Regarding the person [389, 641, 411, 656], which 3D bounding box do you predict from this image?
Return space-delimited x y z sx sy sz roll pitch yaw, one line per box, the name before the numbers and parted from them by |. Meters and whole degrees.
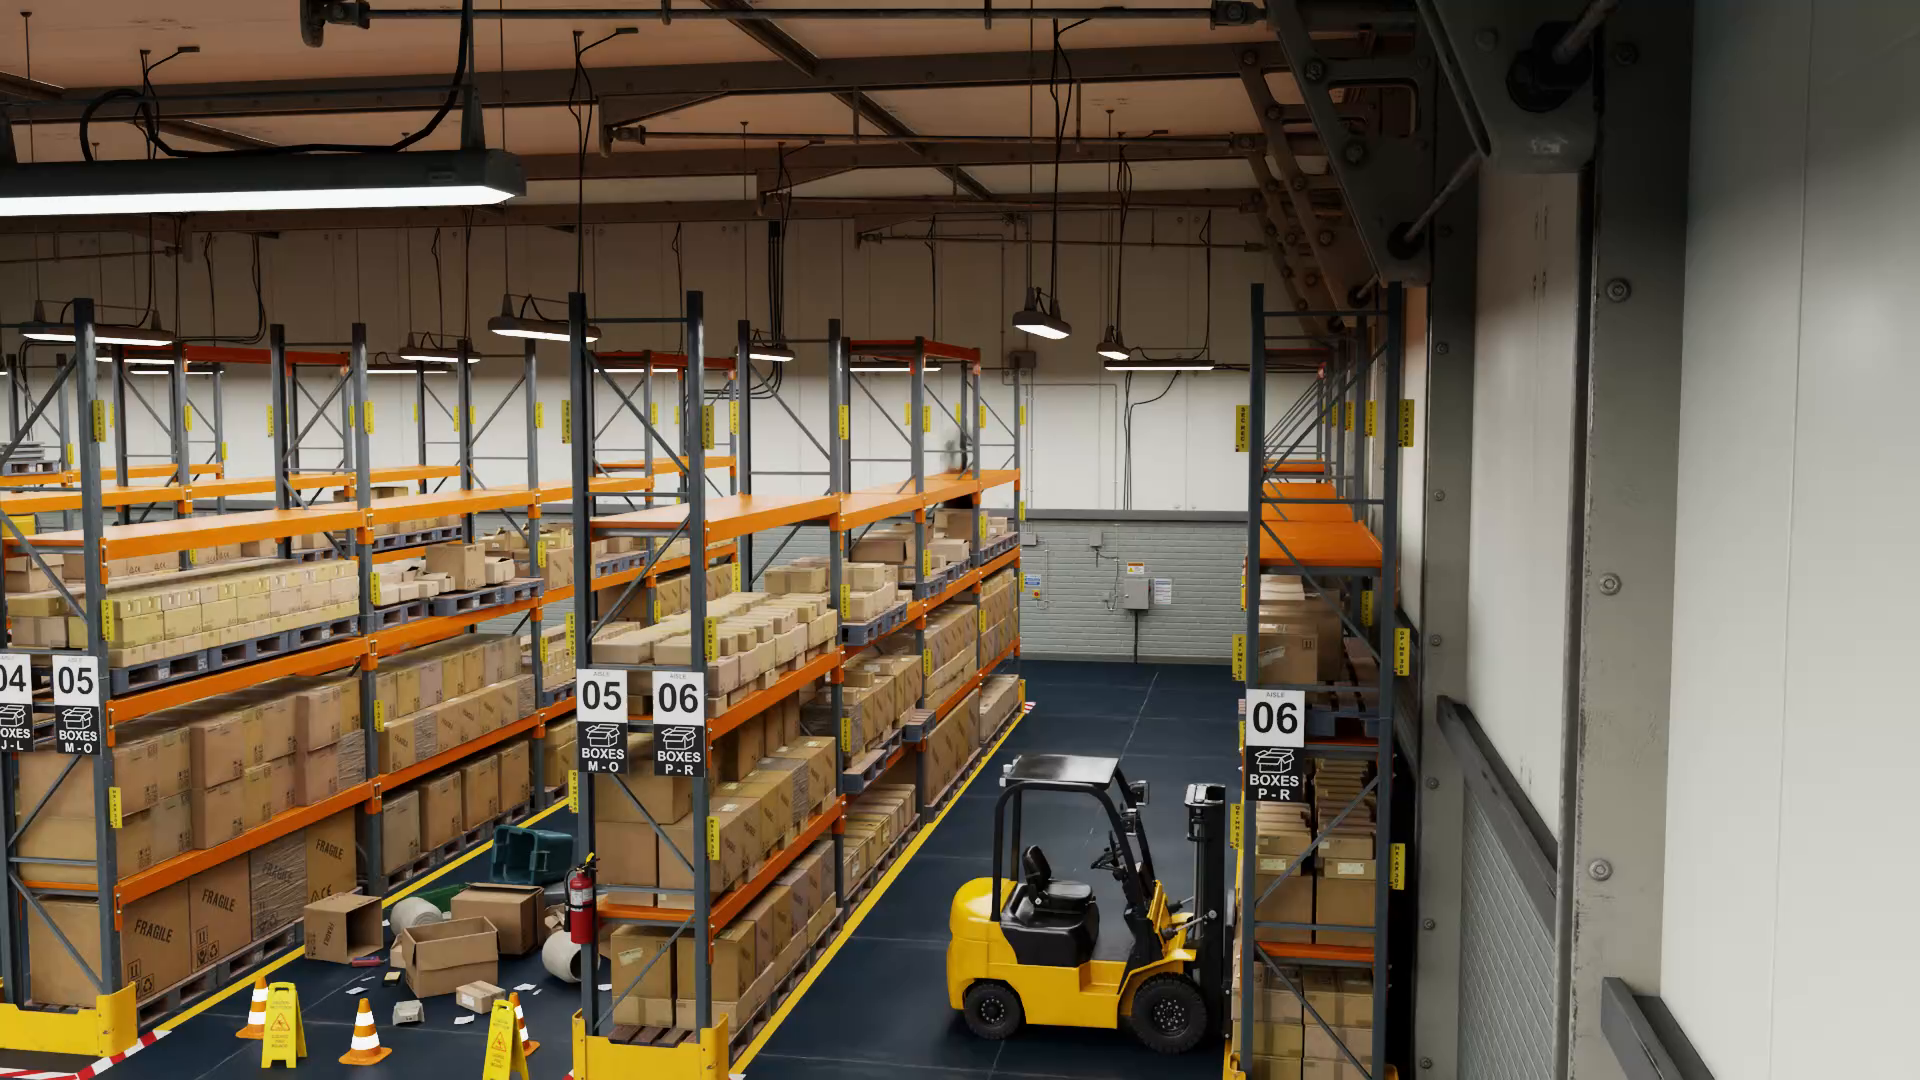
person | -8.279 2.282 24.800 0.664 1.726 0.924 0 5 1
